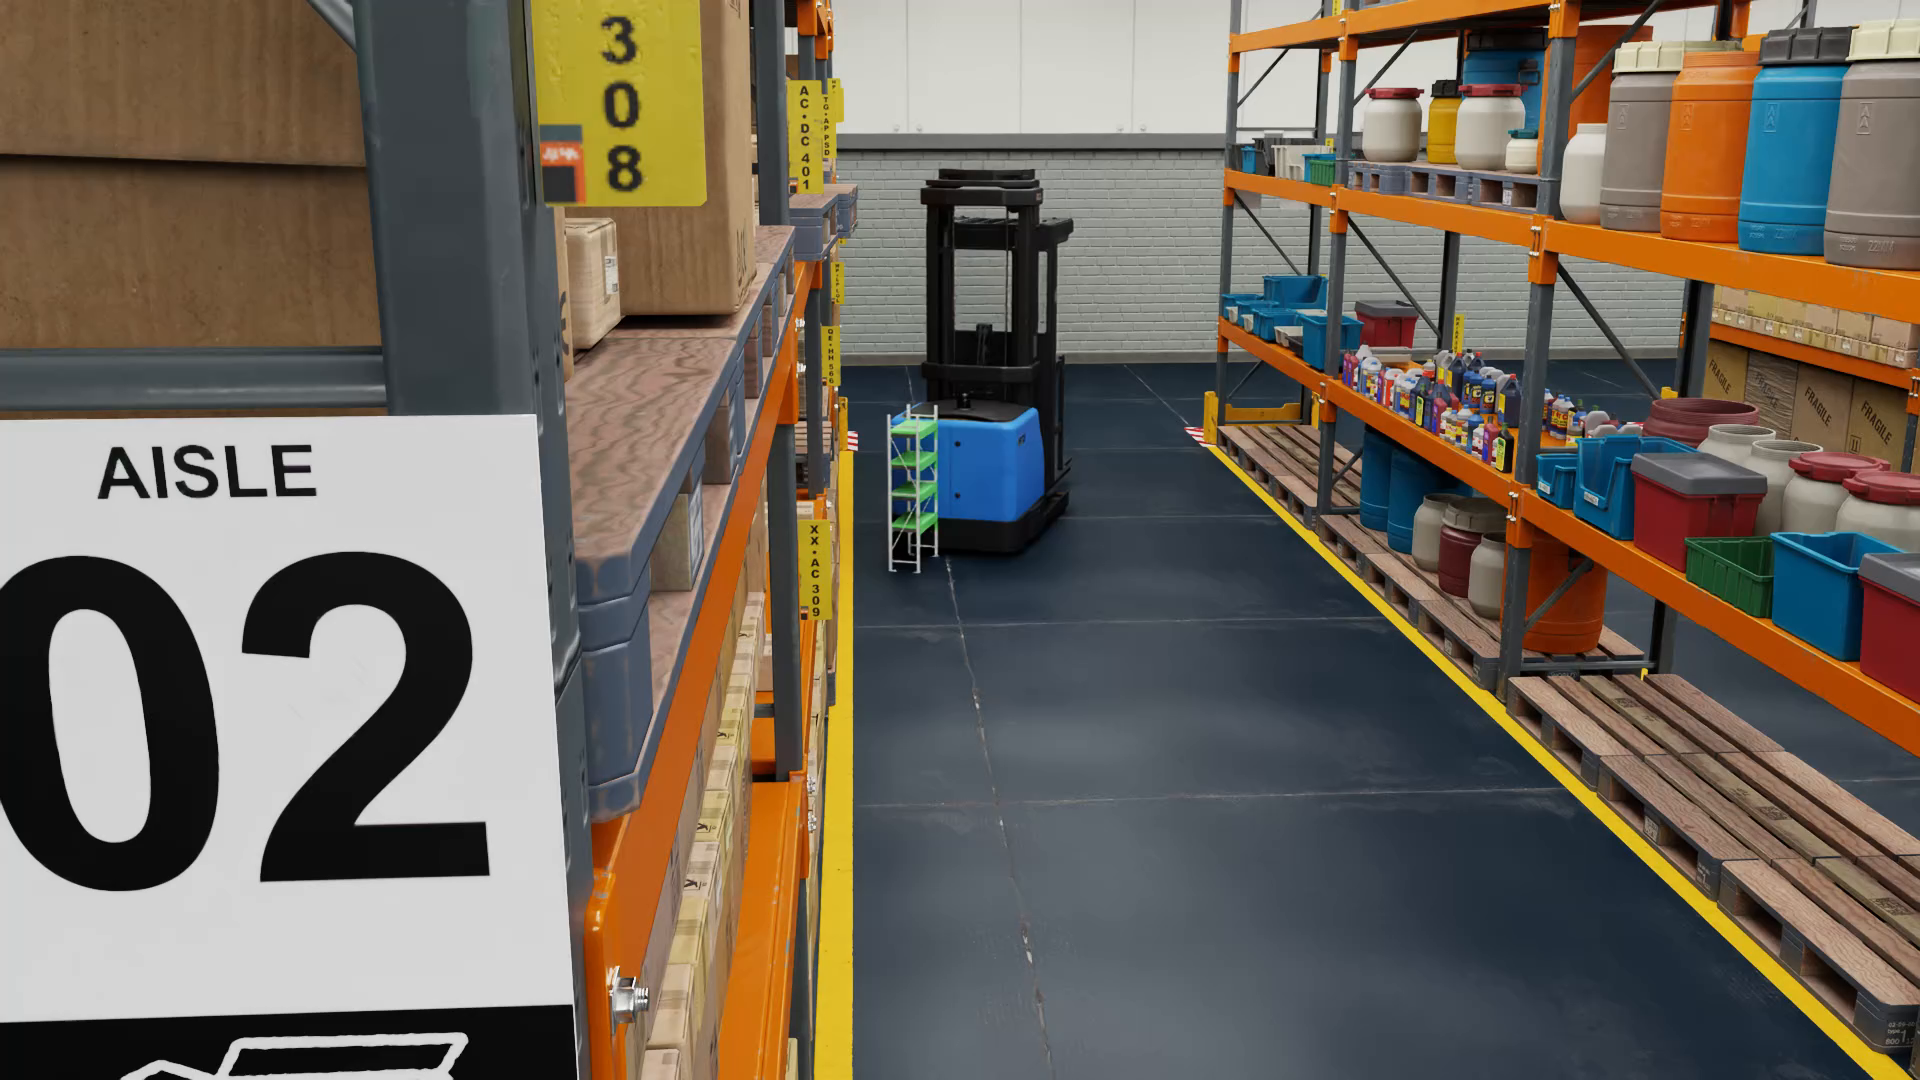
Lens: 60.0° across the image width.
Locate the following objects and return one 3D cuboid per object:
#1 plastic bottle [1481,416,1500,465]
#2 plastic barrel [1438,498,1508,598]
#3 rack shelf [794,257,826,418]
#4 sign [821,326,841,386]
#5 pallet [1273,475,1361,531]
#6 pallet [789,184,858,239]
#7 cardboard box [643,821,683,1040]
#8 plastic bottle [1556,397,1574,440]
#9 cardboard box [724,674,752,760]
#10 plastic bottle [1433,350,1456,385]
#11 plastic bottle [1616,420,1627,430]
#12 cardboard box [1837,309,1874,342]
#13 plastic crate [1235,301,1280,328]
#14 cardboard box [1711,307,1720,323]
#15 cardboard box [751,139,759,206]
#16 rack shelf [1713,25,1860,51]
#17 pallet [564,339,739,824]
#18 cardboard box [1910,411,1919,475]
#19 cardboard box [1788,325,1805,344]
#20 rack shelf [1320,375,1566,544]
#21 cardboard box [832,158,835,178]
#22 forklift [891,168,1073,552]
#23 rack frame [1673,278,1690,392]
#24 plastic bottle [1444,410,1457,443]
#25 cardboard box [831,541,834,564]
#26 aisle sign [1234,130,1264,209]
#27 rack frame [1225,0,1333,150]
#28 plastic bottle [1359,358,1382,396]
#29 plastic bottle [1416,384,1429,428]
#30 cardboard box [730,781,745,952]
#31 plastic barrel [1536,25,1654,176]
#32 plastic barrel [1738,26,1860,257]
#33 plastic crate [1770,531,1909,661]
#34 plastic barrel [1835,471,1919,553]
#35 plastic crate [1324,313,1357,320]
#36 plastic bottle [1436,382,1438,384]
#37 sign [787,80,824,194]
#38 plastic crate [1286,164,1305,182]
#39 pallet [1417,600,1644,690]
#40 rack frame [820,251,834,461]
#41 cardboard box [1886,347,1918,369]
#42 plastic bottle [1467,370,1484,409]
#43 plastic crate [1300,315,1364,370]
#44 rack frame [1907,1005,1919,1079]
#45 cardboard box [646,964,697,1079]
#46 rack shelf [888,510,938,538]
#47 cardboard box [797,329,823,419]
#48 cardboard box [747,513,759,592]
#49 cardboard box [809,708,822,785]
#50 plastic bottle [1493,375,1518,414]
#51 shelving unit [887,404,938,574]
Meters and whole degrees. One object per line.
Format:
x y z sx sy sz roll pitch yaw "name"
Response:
3.221 -0.604 10.087 0.061 0.283 0.133 -1 14 -3 "plastic bottle"
3.569 0.053 11.296 0.600 0.588 0.708 -1 14 -3 "plastic barrel"
-1.134 -1.040 6.973 1.077 0.370 4.000 -1 14 -3 "rack shelf"
-0.704 -1.003 9.083 0.100 0.325 0.005 -1 14 -3 "sign"
3.354 -0.335 14.406 1.003 0.211 1.213 -1 14 -3 "pallet"
-1.126 -1.627 8.189 1.213 0.211 1.003 0 14 -1 "pallet"
-0.852 0.494 2.782 0.700 0.500 0.500 -1 14 -3 "cardboard box"
3.951 -0.794 10.851 0.097 0.271 0.097 0 14 0 "plastic bottle"
-0.730 0.455 4.235 0.380 0.149 0.250 -1 14 -4 "cardboard box"
3.786 -1.350 13.004 0.152 0.276 0.135 -1 14 -3 "plastic bottle"
4.002 -0.588 10.051 0.097 0.271 0.097 0 14 0 "plastic bottle"
8.058 -1.886 14.540 0.500 0.250 0.500 0 14 -2 "cardboard box"
2.918 -2.216 16.335 0.416 0.233 0.300 -1 14 -3 "plastic crate"
7.844 -2.296 16.934 0.380 0.149 0.250 -1 14 -4 "cardboard box"
-1.067 -1.498 6.768 0.500 0.250 0.500 -2 15 -8 "cardboard box"
8.258 -4.441 14.973 1.077 0.370 4.000 -1 14 -3 "rack shelf"
-0.780 -0.030 1.780 1.003 0.211 1.213 -1 14 -3 "pallet"
8.442 -0.596 13.242 1.225 0.875 0.875 -1 14 -3 "cardboard box"
7.941 -1.912 15.442 0.380 0.149 0.250 -1 14 -3 "cardboard box"
3.562 -0.658 11.507 1.077 0.370 4.000 -1 14 -3 "rack shelf"
-1.394 -3.431 15.121 0.500 0.250 0.500 -1 14 -3 "cardboard box"
0.324 -1.647 14.044 1.130 2.935 3.031 4 15 15 "forklift"
8.134 -2.575 17.514 1.000 3.000 0.127 -1 14 -3 "rack frame"
3.196 -0.738 10.774 0.097 0.201 0.097 0 14 0 "plastic bottle"
-1.039 0.317 10.410 0.500 0.500 0.500 -1 14 -5 "cardboard box"
2.890 -3.771 16.945 0.394 0.787 0.004 -1 14 -3 "aisle sign"
3.191 -5.404 16.469 1.000 3.000 0.127 -1 14 -3 "rack frame"
3.110 -1.231 12.542 0.152 0.276 0.135 -1 14 -3 "plastic bottle"
3.145 -0.910 11.276 0.061 0.283 0.133 -1 14 -3 "plastic bottle"
-0.937 0.754 4.374 0.700 0.500 0.500 -1 14 -4 "cardboard box"
3.654 -2.514 9.553 0.600 0.830 0.708 -1 14 -3 "plastic barrel"
3.605 -1.658 6.924 0.600 0.901 0.708 -1 14 -3 "plastic barrel"
3.555 0.224 6.667 0.392 0.384 0.575 -1 14 -3 "plastic crate"
4.048 -0.004 7.248 0.433 0.535 0.433 0 14 0 "plastic barrel"
3.528 -1.858 14.845 0.437 0.282 0.530 -1 14 -3 "plastic crate"
3.294 -0.957 11.484 0.097 0.271 0.097 0 14 0 "plastic bottle"
-0.456 -1.189 4.911 0.100 0.325 0.005 -1 14 -3 "sign"
2.980 -3.139 14.216 0.293 0.136 0.466 -1 14 -3 "plastic crate"
3.596 0.646 10.591 1.003 0.211 1.213 -1 14 -3 "pallet"
-1.506 -1.428 13.057 1.000 3.000 0.127 -1 14 -3 "rack frame"
8.036 -1.529 13.954 0.380 0.149 0.250 -1 14 -3 "cardboard box"
3.724 -1.092 12.009 0.097 0.271 0.097 0 14 0 "plastic bottle"
3.069 -1.636 13.776 0.392 0.384 0.575 -1 14 -3 "plastic crate"
3.934 0.486 5.618 1.000 3.000 0.127 -1 14 -3 "rack frame"
-0.637 0.836 2.754 0.380 0.149 0.250 -1 14 -5 "cardboard box"
-0.356 -0.100 12.728 0.258 0.148 0.480 4 15 15 "rack shelf"
-1.275 -1.070 10.623 0.700 0.500 0.500 2 15 7 "cardboard box"
-1.074 0.191 6.564 0.500 0.500 0.500 0 14 1 "cardboard box"
-0.883 0.929 7.445 0.500 0.311 0.500 0 14 -2 "cardboard box"
3.862 -1.043 11.809 0.152 0.276 0.135 -1 14 -3 "plastic bottle"
-0.356 -0.395 12.652 0.258 1.200 0.503 4 15 15 "shelving unit"
